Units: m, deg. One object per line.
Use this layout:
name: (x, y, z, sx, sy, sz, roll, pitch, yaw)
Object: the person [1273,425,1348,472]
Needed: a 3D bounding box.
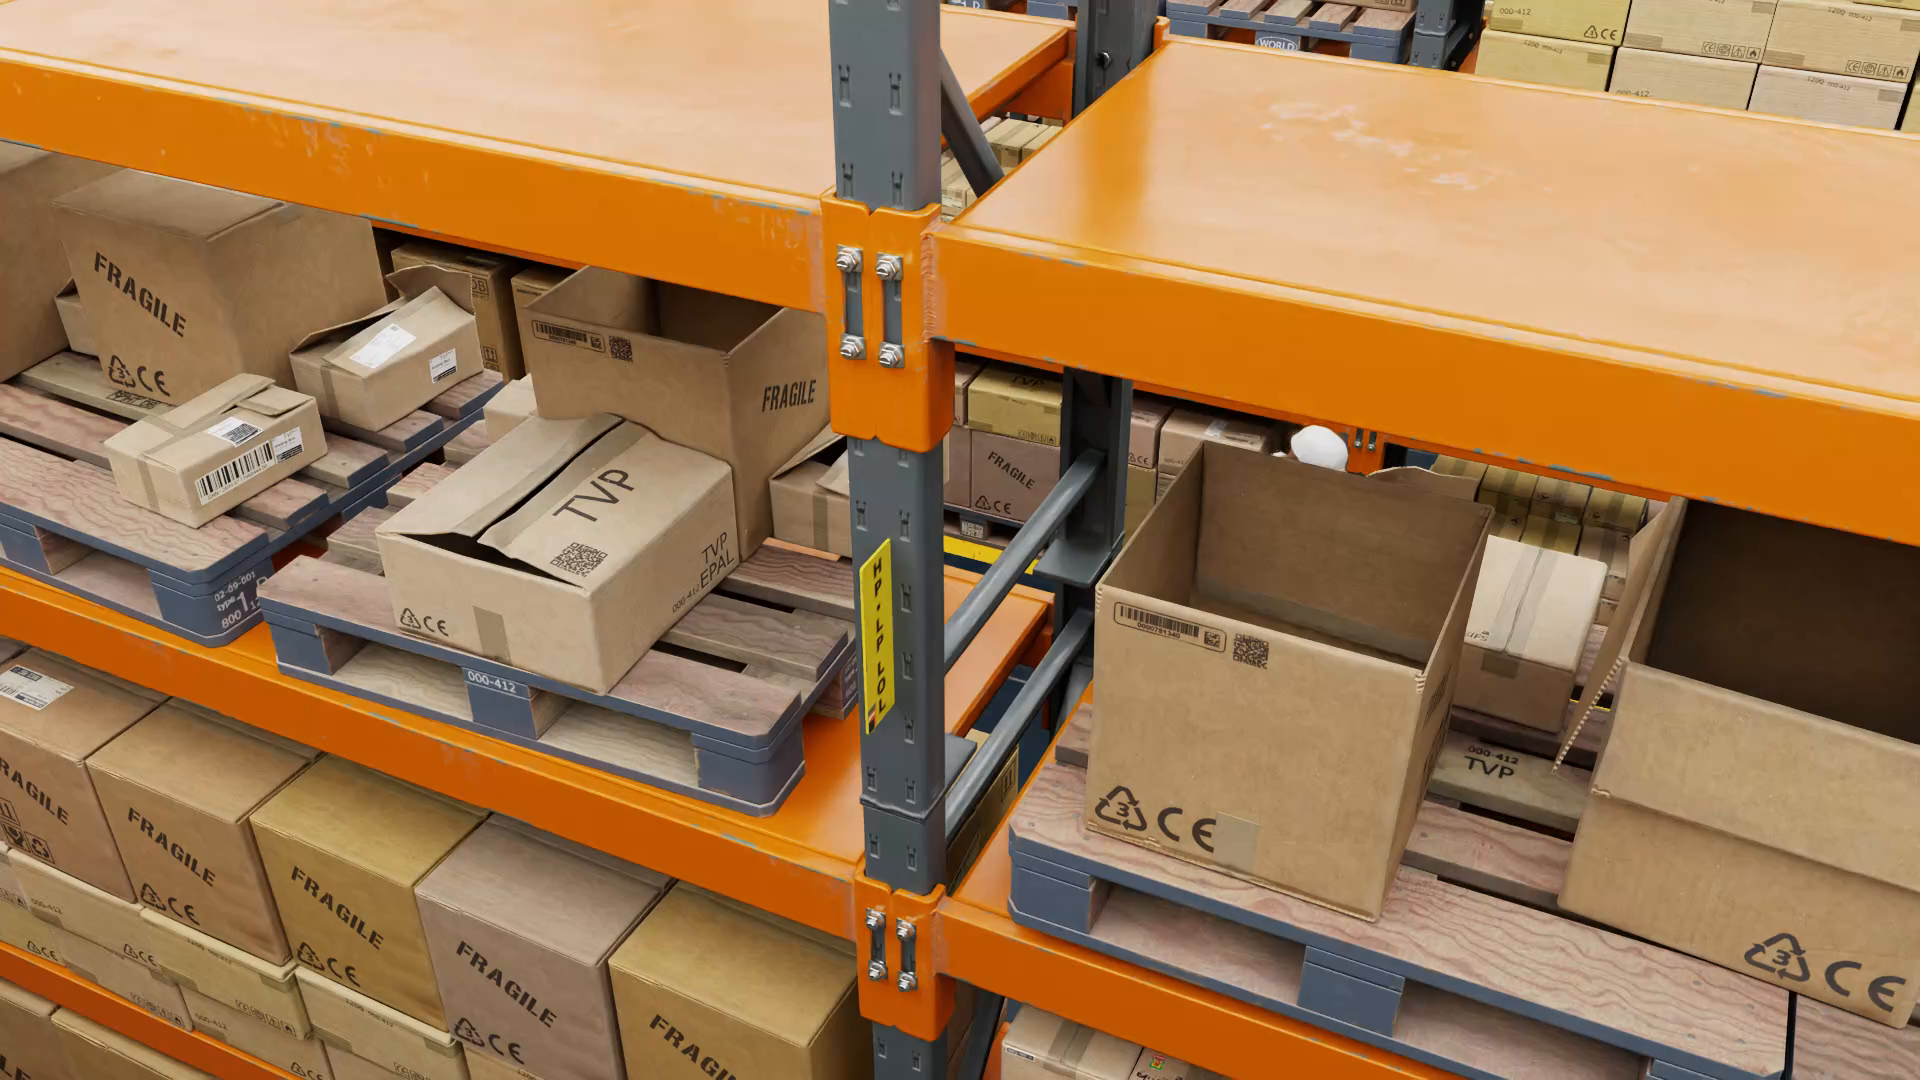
person: (1.354, 0.241, 7.154, 0.472, 1.707, 0.595, 15, 36, 22)
